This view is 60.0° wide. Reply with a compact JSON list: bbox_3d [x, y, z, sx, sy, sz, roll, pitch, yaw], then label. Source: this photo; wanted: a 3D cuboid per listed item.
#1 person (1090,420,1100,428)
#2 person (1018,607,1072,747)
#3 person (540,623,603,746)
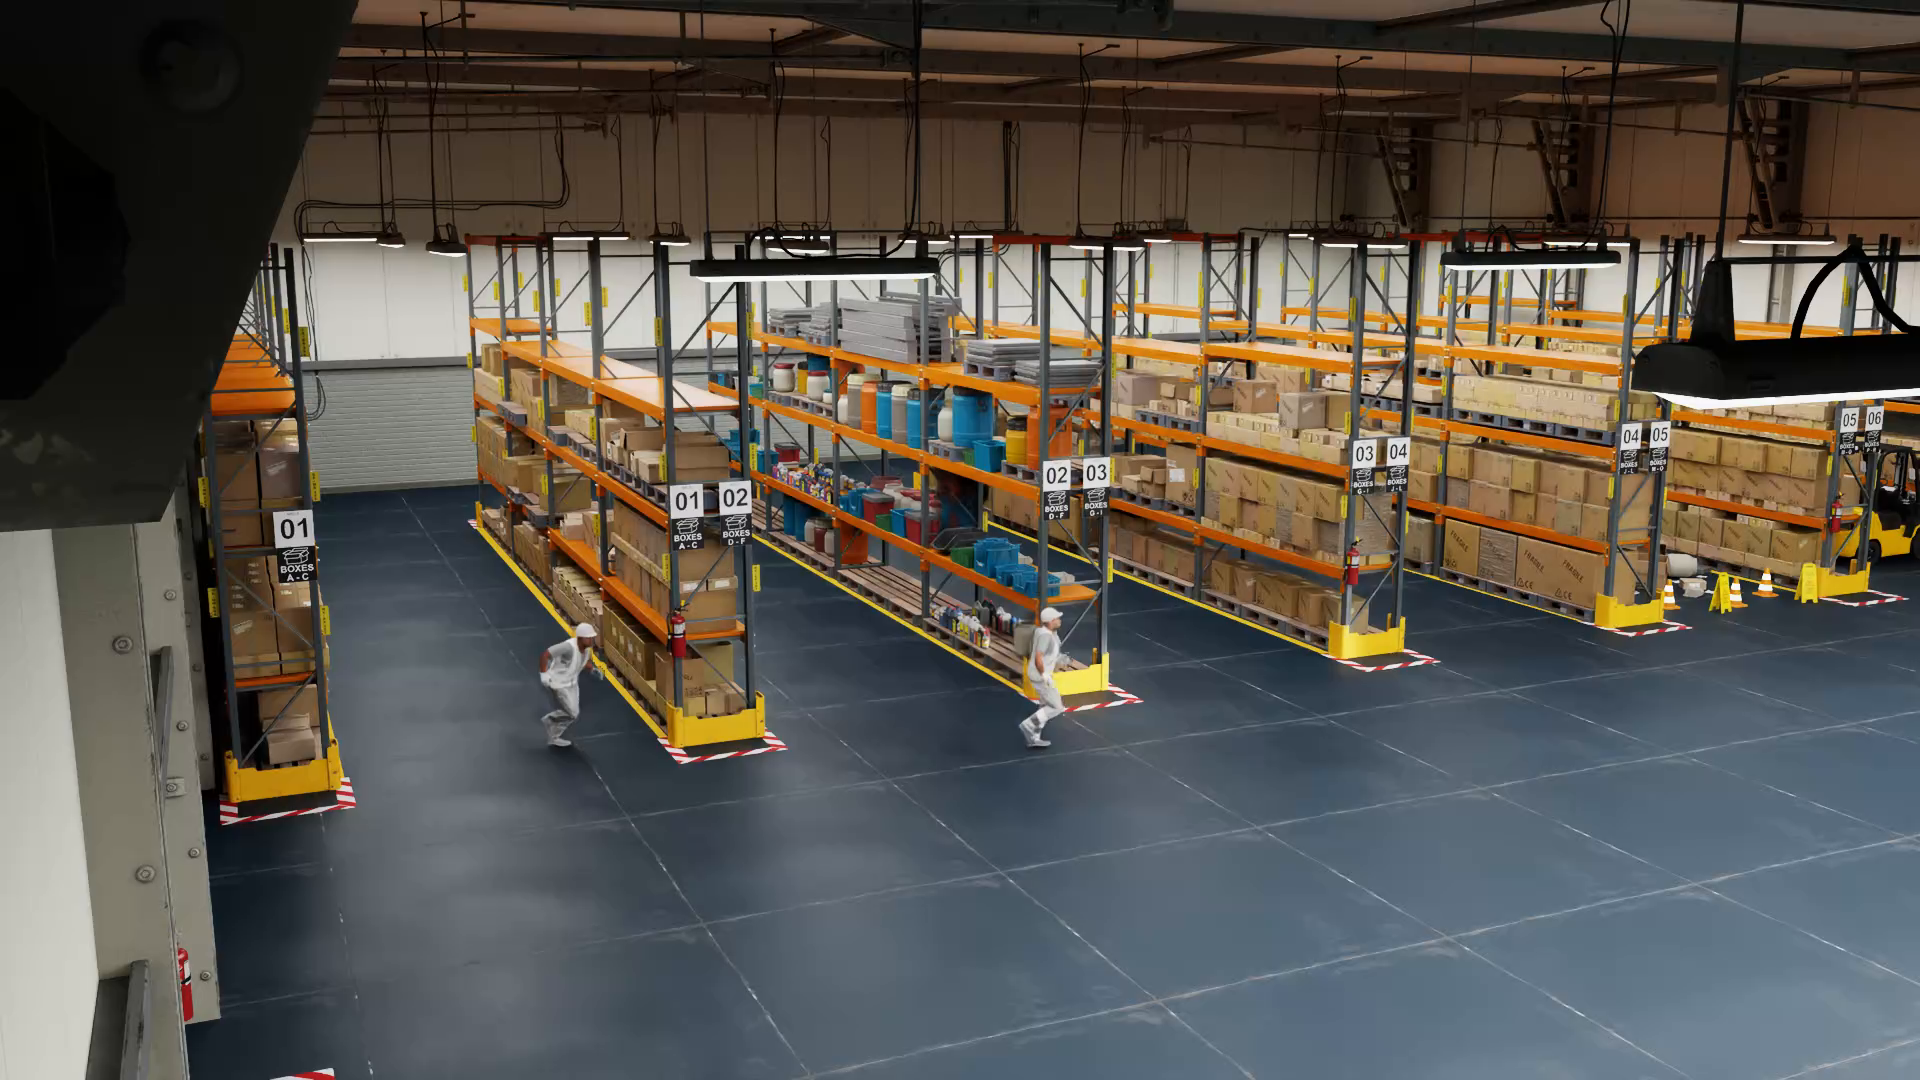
[{"bbox_3d":[3.296,-2.571,41.647,0.674,1.780,0.968,6,13,30],"label":"person"},{"bbox_3d":[1.039,1.638,20.020,0.674,1.677,0.663,-1,11,-4],"label":"person"},{"bbox_3d":[-4.698,1.754,19.921,0.818,1.589,0.724,5,12,26],"label":"person"}]
